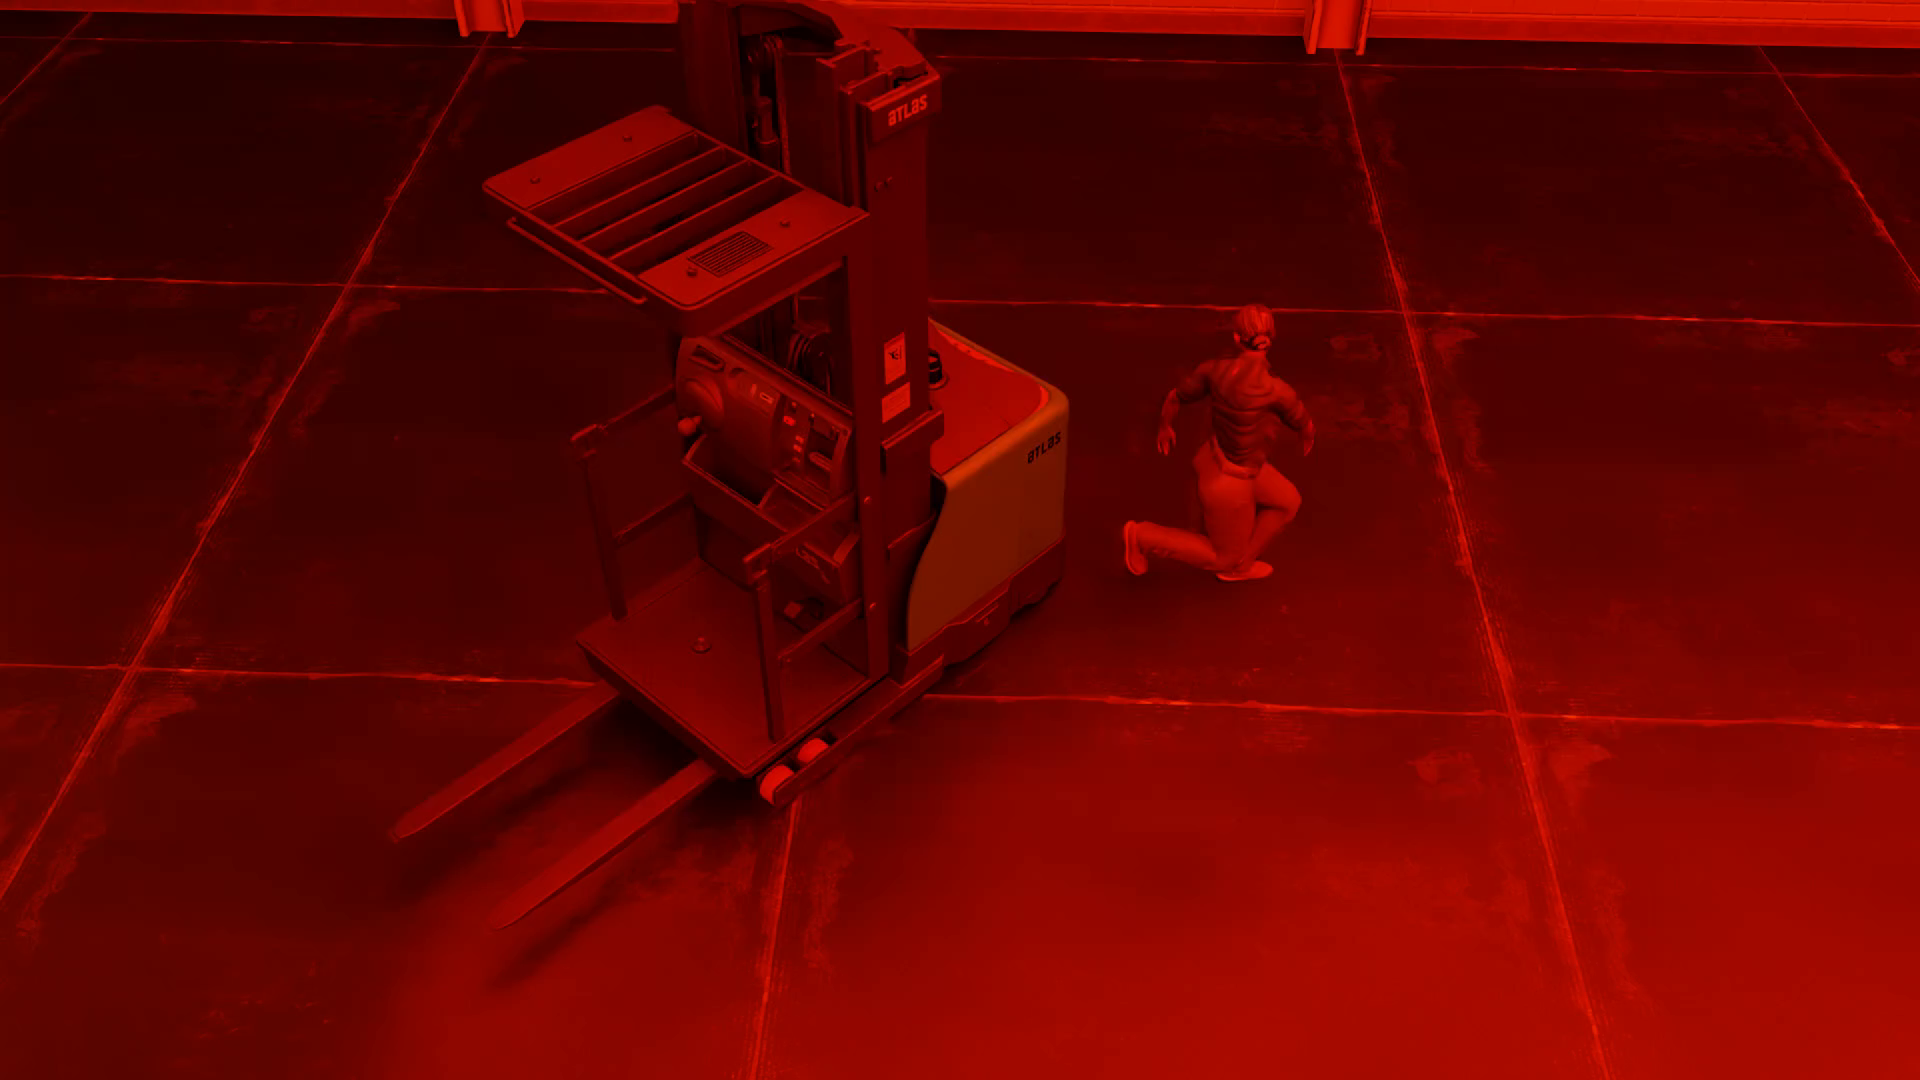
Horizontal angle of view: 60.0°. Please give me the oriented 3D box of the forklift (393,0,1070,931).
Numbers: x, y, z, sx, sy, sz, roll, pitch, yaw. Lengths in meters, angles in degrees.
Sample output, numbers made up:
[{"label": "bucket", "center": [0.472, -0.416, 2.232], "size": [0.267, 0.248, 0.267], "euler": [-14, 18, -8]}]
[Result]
[{"label": "forklift", "center": [-0.897, -0.398, 6.178], "size": [1.130, 2.935, 3.031], "euler": [32, 51, 30]}]

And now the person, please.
[{"label": "person", "center": [1.156, -0.379, 7.311], "size": [0.848, 1.434, 0.582], "euler": [-5, 43, -6]}]
